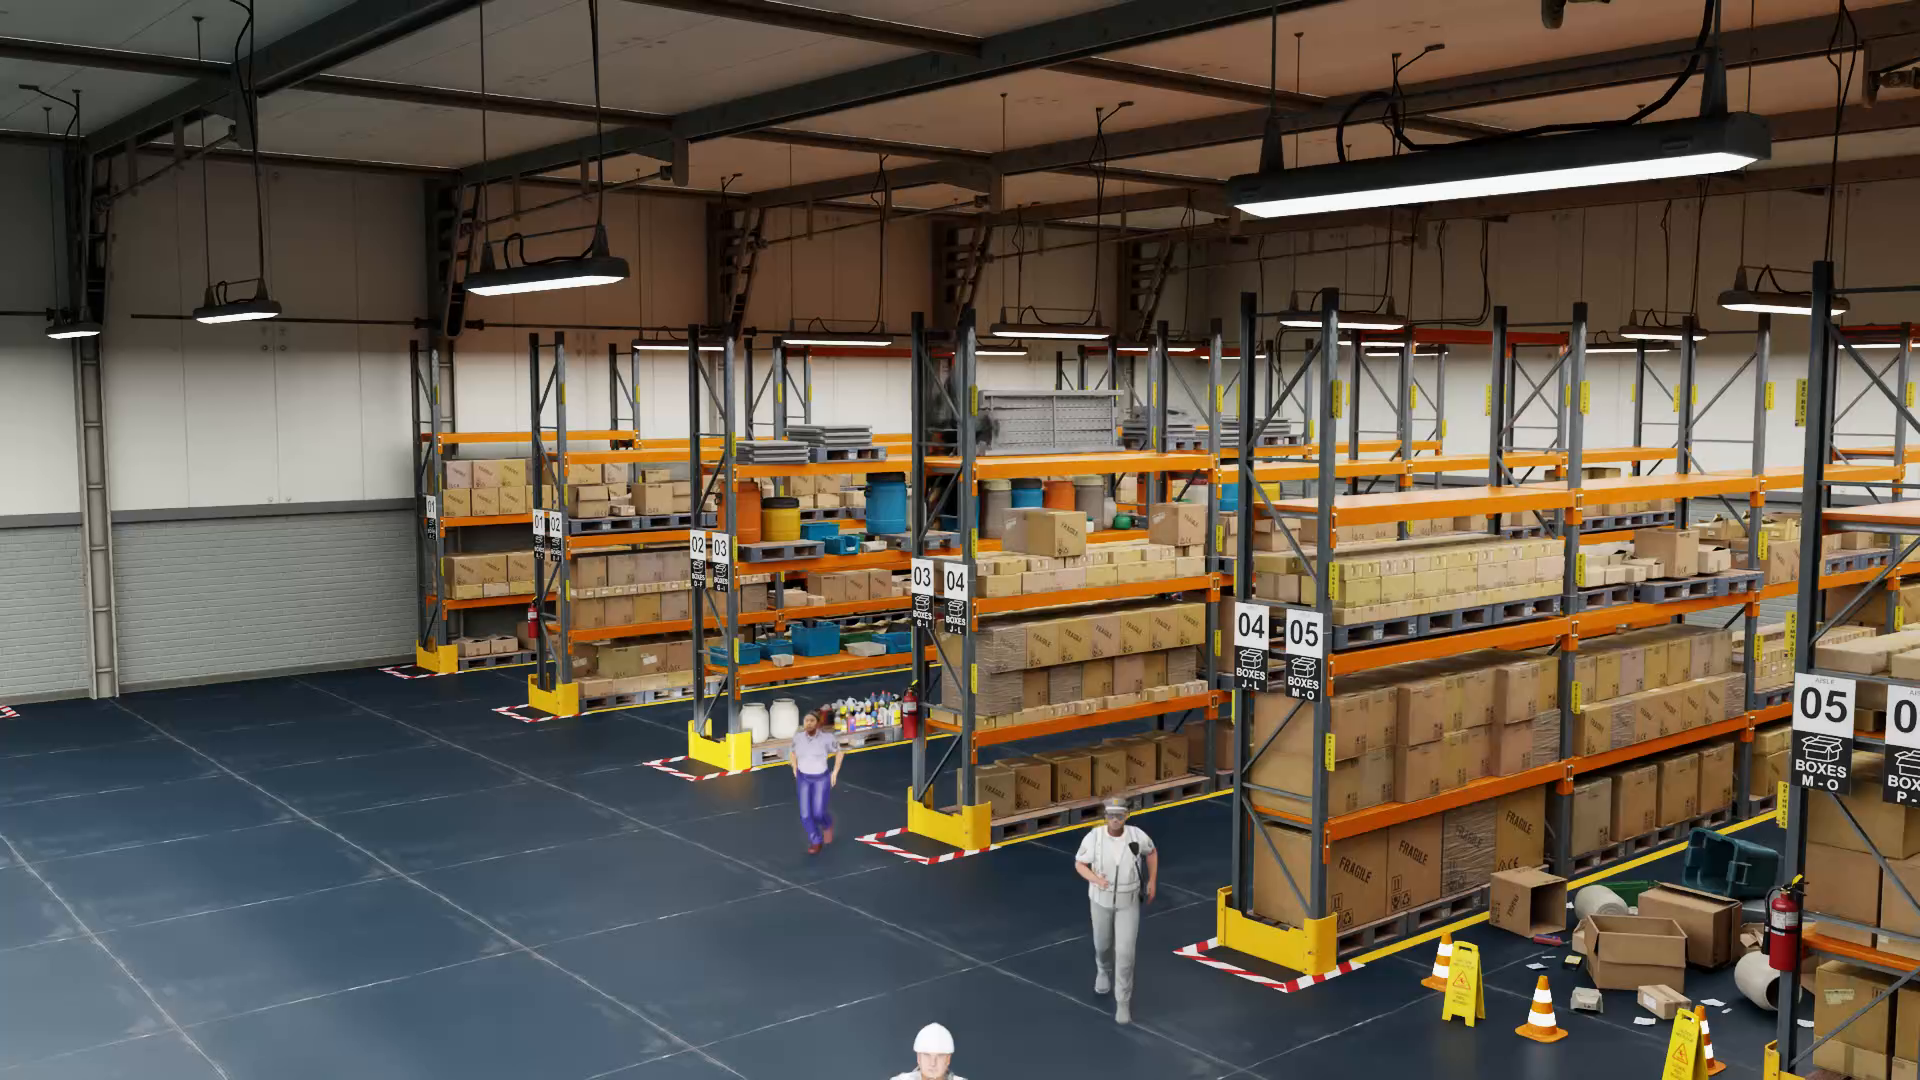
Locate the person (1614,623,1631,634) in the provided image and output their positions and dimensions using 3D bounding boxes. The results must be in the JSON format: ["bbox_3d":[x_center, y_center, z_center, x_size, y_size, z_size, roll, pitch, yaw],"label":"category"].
[{"bbox_3d":[9.964,2.018,25.183,0.559,1.657,0.575,-5,7,-43],"label":"person"}]

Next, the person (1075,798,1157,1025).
[{"bbox_3d":[1.295,3.012,13.821,0.682,1.838,0.841,1,5,6],"label":"person"}]

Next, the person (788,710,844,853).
[{"bbox_3d":[-1.626,2.679,18.366,0.606,1.583,0.552,1,5,15],"label":"person"}]

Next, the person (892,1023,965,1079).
[{"bbox_3d":[-0.168,3.461,8.886,0.642,1.751,0.642,0,5,-5],"label":"person"}]
